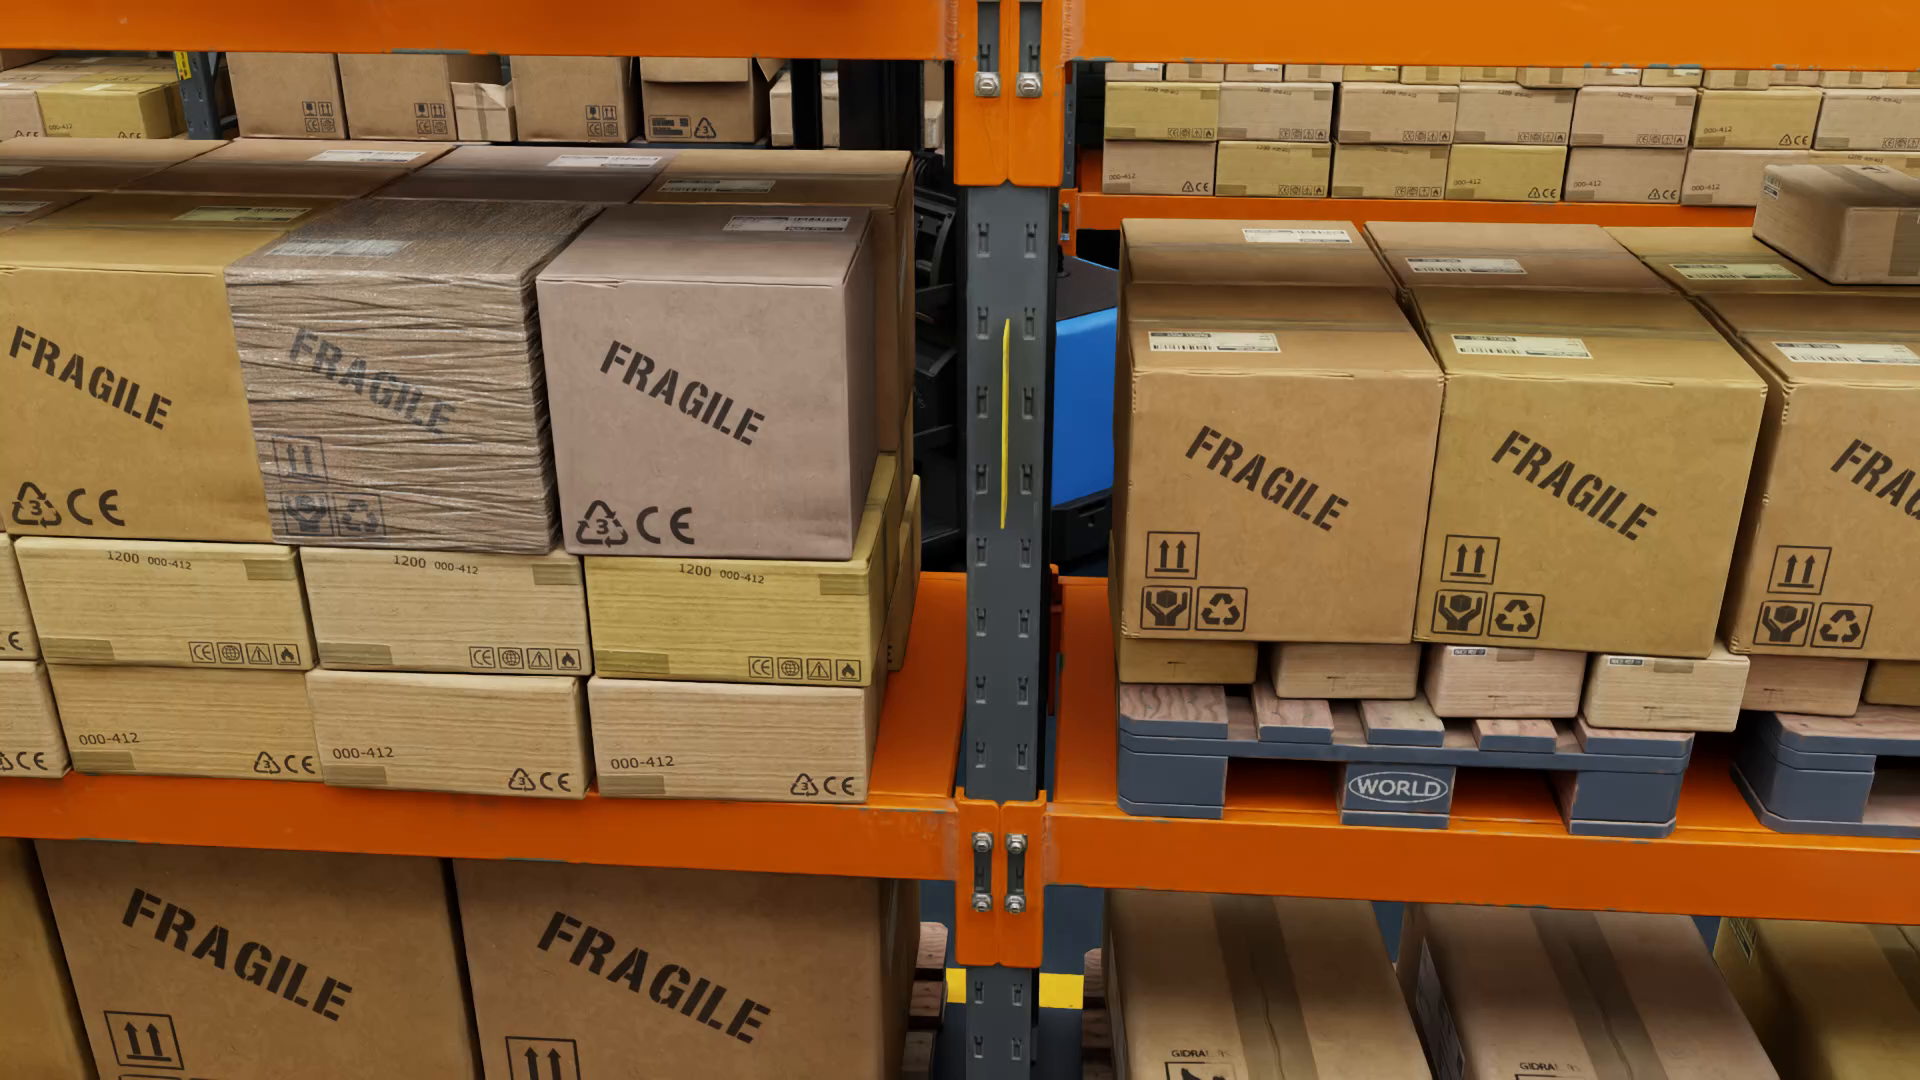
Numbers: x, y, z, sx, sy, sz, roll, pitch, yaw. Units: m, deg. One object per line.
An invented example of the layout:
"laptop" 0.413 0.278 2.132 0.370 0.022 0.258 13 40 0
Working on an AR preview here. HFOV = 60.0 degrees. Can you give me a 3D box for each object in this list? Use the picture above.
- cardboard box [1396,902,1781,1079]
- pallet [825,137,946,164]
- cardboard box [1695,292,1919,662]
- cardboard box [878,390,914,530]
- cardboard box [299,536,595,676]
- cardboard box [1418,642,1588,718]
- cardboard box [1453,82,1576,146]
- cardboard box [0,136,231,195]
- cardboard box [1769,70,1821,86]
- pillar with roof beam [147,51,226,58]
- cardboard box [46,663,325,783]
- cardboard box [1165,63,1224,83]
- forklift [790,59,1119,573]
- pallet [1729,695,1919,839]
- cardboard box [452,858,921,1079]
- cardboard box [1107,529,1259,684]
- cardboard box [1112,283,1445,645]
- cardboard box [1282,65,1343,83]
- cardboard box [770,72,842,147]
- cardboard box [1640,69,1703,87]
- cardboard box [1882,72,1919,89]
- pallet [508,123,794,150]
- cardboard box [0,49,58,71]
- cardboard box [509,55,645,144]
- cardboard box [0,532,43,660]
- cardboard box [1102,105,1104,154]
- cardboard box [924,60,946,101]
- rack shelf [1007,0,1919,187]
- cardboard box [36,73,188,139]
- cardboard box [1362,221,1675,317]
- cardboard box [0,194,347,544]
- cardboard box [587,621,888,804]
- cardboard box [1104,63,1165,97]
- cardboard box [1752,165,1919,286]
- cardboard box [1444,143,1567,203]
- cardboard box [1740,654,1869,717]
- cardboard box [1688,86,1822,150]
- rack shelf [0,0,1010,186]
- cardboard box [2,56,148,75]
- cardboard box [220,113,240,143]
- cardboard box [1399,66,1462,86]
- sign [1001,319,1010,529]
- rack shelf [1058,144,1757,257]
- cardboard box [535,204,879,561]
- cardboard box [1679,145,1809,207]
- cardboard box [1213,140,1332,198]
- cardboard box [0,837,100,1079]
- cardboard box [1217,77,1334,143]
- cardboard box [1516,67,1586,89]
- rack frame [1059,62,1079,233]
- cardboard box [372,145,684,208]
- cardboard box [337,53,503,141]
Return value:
"cardboard box" 1.411 1.155 3.793 0.625 0.372 0.950 1 25 3
"pallet" -0.193 -1.865 7.943 1.003 0.211 1.213 2 25 4
"cardboard box" 1.593 -0.123 2.951 0.500 0.500 0.500 2 25 5
"cardboard box" -0.374 -0.169 3.609 0.500 0.250 0.500 2 25 4
"cardboard box" -0.902 0.026 3.186 0.500 0.250 0.500 1 25 3
"cardboard box" 0.971 0.172 3.086 0.250 0.149 0.380 0 25 1
"cardboard box" 2.443 -1.956 7.493 0.500 0.250 0.500 2 25 5
"cardboard box" -1.874 -0.560 3.563 0.500 0.500 0.500 2 25 5
"cardboard box" 3.620 -2.120 7.374 0.250 0.149 0.380 2 25 4
"pillar with roof beam" -4.455 -3.416 3.909 0.400 9.000 9.100 2 25 4
"cardboard box" -1.423 0.237 3.326 0.500 0.250 0.500 2 25 3
"cardboard box" 1.050 -2.159 7.457 0.250 0.149 0.380 2 25 5
"forklift" -0.494 -1.169 6.284 3.031 2.935 1.130 -18 30 -34
"pallet" 2.089 0.243 3.363 1.213 0.211 1.003 2 25 4
"cardboard box" -0.570 0.827 3.903 0.875 0.875 0.875 2 25 4
"cardboard box" 0.422 0.121 3.197 0.250 0.149 0.380 0 25 1
"cardboard box" 0.543 -0.151 3.012 0.500 0.500 0.500 1 25 3
"cardboard box" 1.570 -2.158 7.456 0.250 0.149 0.380 2 25 5
"cardboard box" -0.588 -1.981 7.644 0.500 0.250 0.500 1 25 2
"cardboard box" 3.092 -2.108 7.347 0.250 0.149 0.380 1 25 3
"cardboard box" 4.119 -2.090 7.308 0.250 0.149 0.380 3 25 6
"pallet" -1.451 -1.933 8.091 1.213 0.211 1.003 2 25 4
"cardboard box" -4.964 -2.654 8.355 0.500 0.500 0.500 1 25 3
"cardboard box" -1.736 -2.173 7.762 0.500 0.500 0.700 2 25 4
"cardboard box" -1.932 0.002 3.239 0.500 0.250 0.500 1 25 2
"cardboard box" 0.956 -1.983 8.152 0.500 0.250 0.500 1 25 3
"cardboard box" -0.013 -2.277 7.989 0.500 0.500 0.500 3 25 6
"rack shelf" 2.106 -0.862 2.808 4.000 0.370 1.077 2 25 4
"cardboard box" -4.026 -2.069 7.982 0.500 0.250 0.500 2 25 5
"cardboard box" 1.103 -0.351 3.447 0.500 0.500 0.500 1 25 3
"cardboard box" -1.430 -0.329 3.061 0.500 0.500 0.500 2 25 4
"cardboard box" -0.412 0.270 3.255 0.500 0.250 0.500 1 25 2
"cardboard box" 0.957 -2.220 8.067 0.500 0.250 0.500 2 25 5
"cardboard box" 1.765 -0.622 3.259 0.250 0.149 0.380 1 25 1
"cardboard box" 2.444 -1.726 7.592 0.500 0.250 0.500 3 25 6
"cardboard box" 1.490 0.164 3.103 0.250 0.149 0.380 3 25 7
"cardboard box" 3.454 -1.913 7.400 0.500 0.250 0.500 1 25 3
"rack shelf" -1.882 -0.990 3.086 4.000 0.370 1.077 2 25 4
"cardboard box" -4.474 -2.296 8.475 0.500 0.250 0.500 2 25 4
"cardboard box" -3.814 -2.098 8.522 0.250 0.149 0.380 2 25 4
"cardboard box" 2.071 -2.130 7.394 0.250 0.149 0.380 2 25 5
"sign" 0.073 -0.185 2.679 0.005 0.325 0.100 2 25 4
"rack shelf" 2.483 -1.569 7.931 4.000 0.370 1.077 2 25 4
"cardboard box" -0.423 -0.298 2.993 0.500 0.500 0.500 1 25 3
"cardboard box" 3.452 -1.684 7.501 0.500 0.250 0.500 2 25 4
"cardboard box" 1.413 -1.757 7.659 0.500 0.250 0.500 1 25 3
"cardboard box" -2.351 0.768 4.032 0.875 0.875 0.875 3 25 6
"cardboard box" 1.411 -1.986 7.559 0.500 0.250 0.500 3 25 6
"cardboard box" 2.573 -2.095 7.318 0.250 0.149 0.380 1 25 3
"rack frame" 0.488 -1.959 7.920 0.127 3.000 1.000 2 25 4
"cardboard box" -0.856 -0.520 3.475 0.500 0.500 0.500 2 25 4
"cardboard box" -2.518 -2.198 7.817 0.500 0.500 0.700 2 25 5
